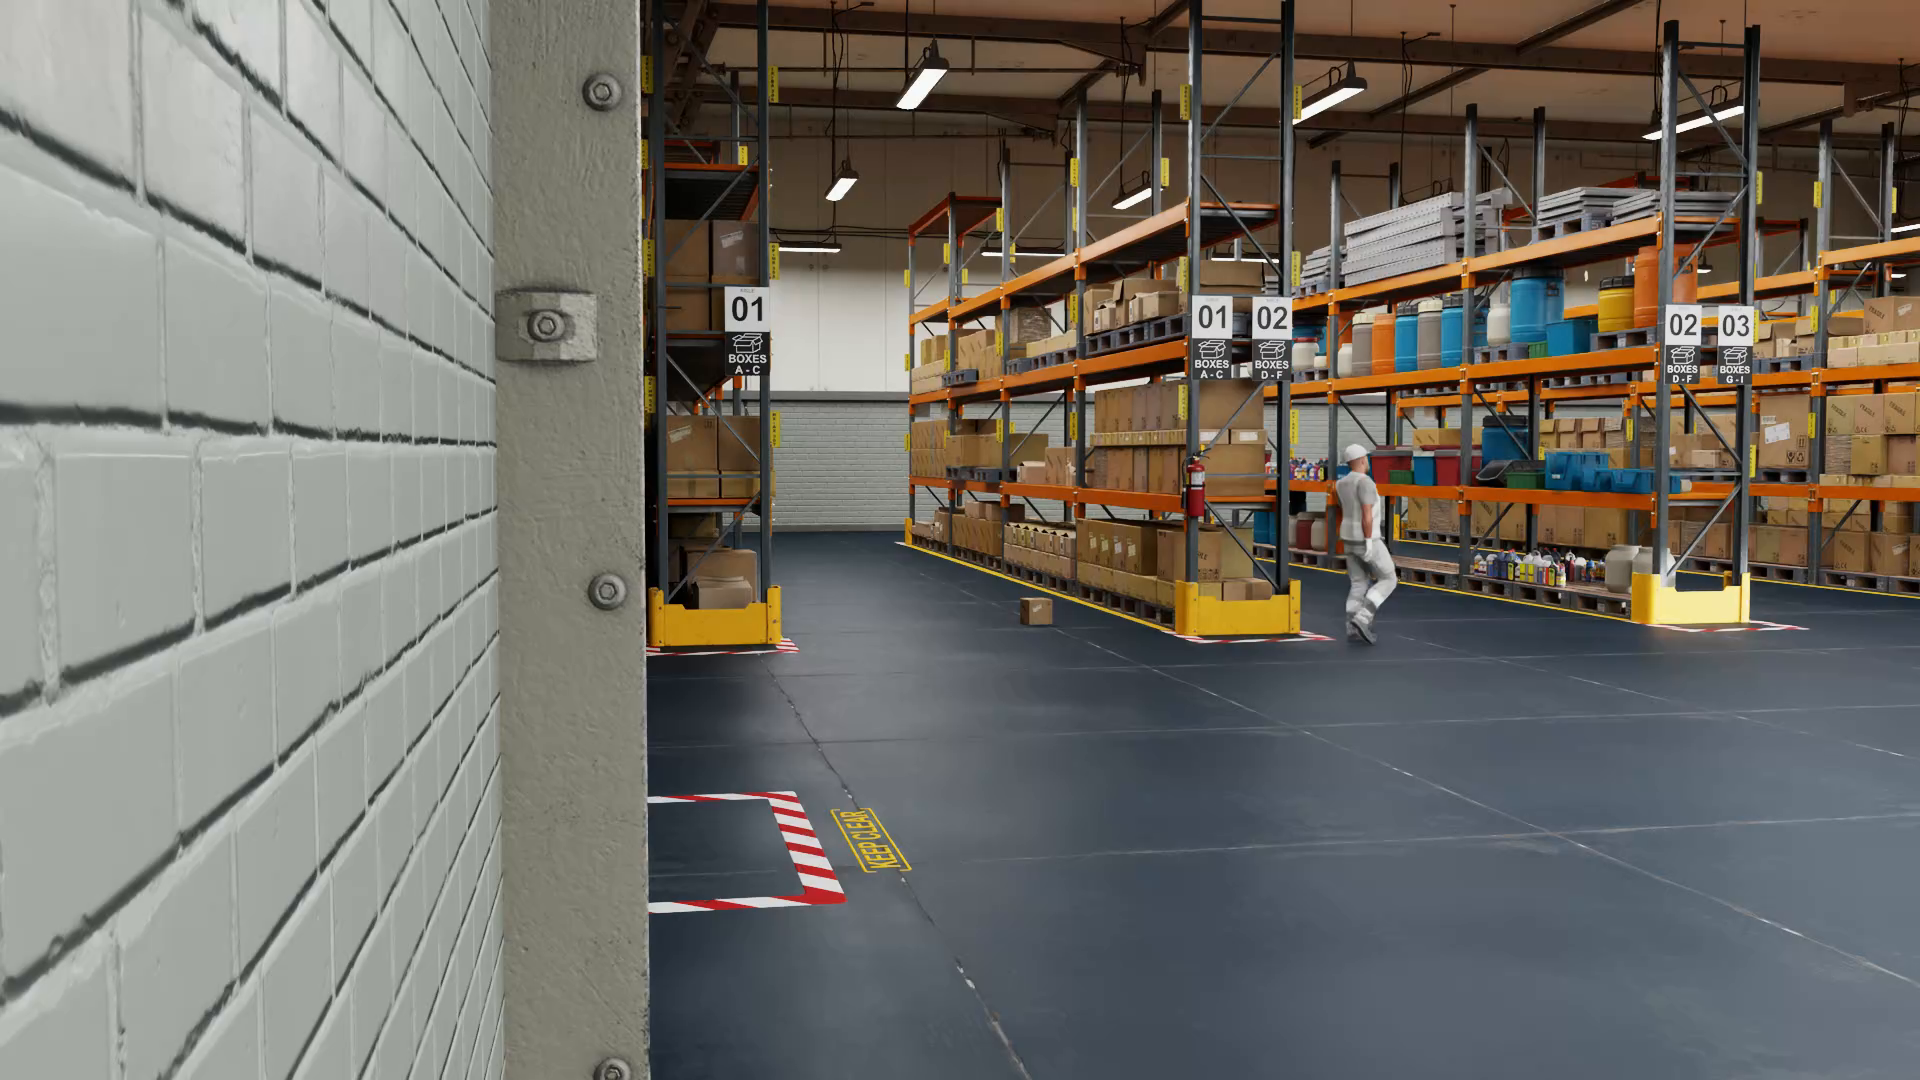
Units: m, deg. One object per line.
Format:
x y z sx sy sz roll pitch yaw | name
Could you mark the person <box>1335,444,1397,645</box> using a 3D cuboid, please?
3.628 0.032 14.918 0.447 1.785 0.541 -1 3 -20 | person
